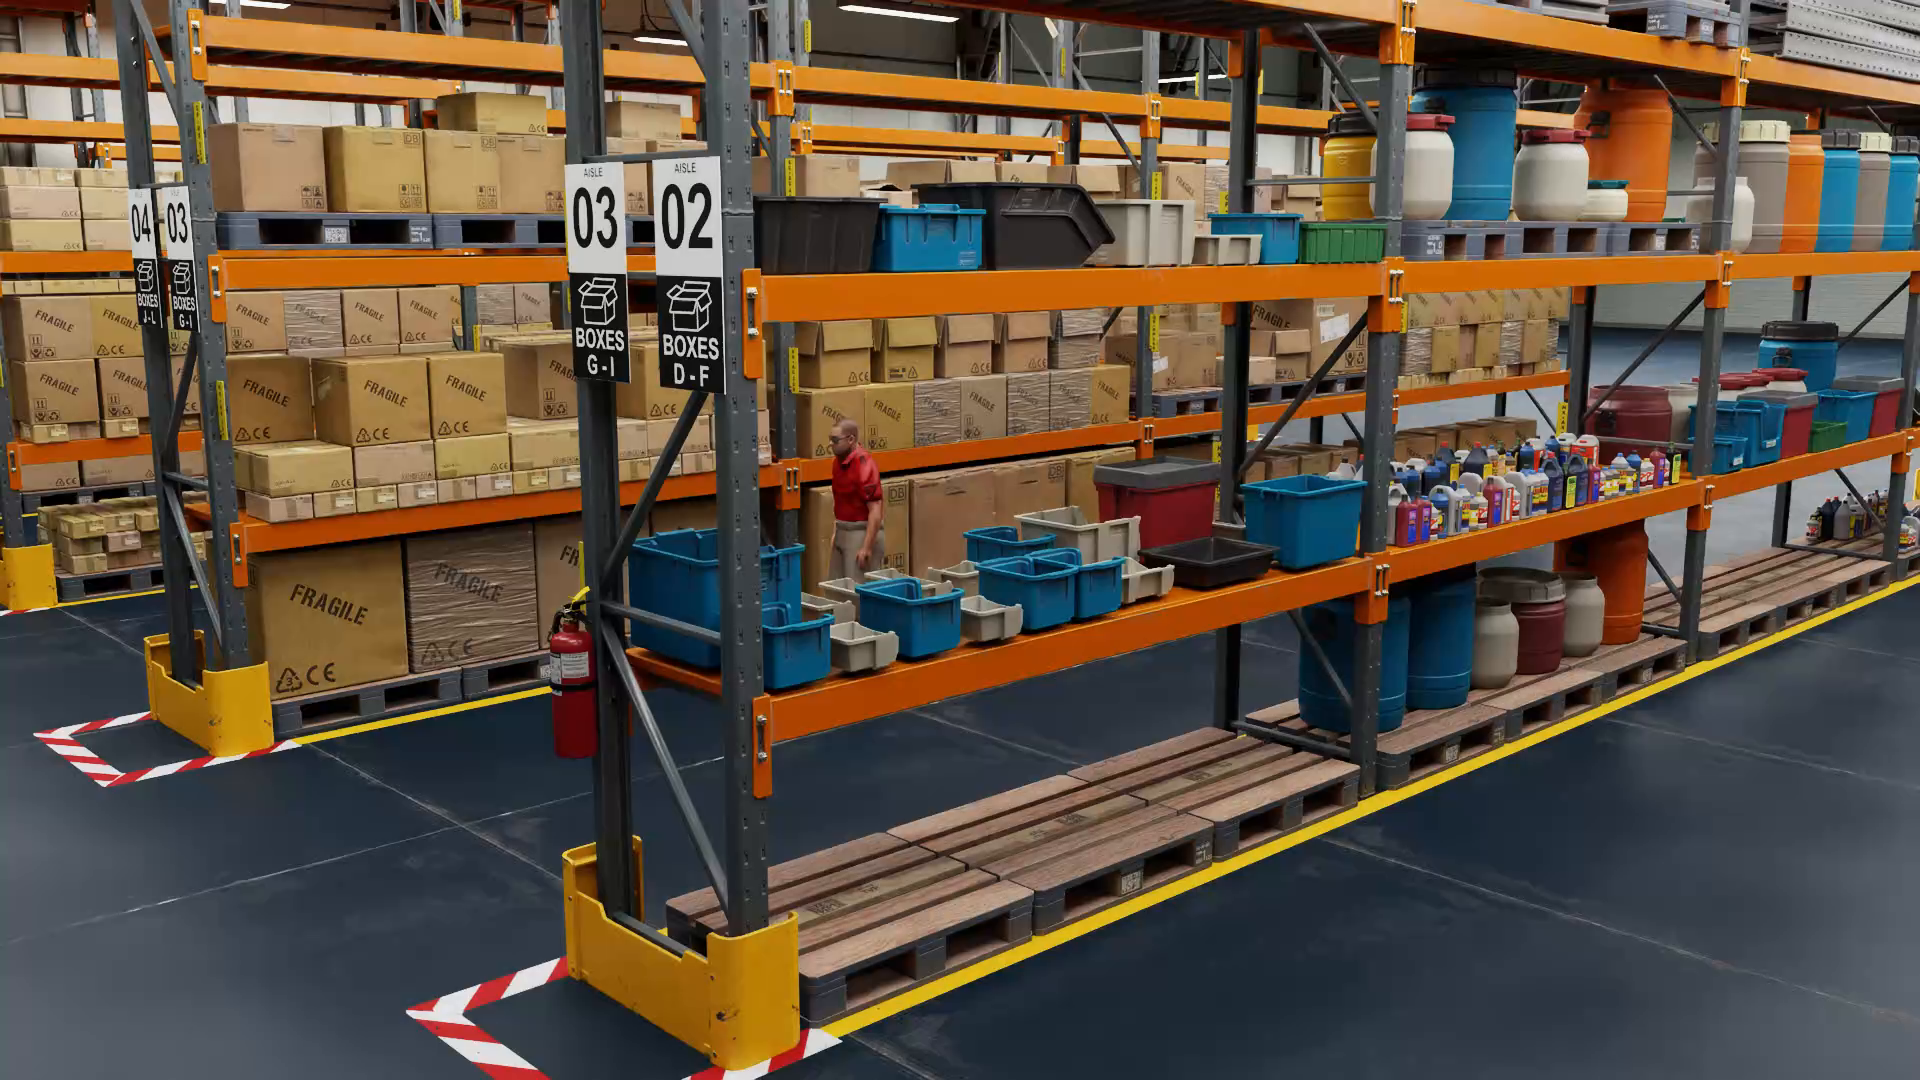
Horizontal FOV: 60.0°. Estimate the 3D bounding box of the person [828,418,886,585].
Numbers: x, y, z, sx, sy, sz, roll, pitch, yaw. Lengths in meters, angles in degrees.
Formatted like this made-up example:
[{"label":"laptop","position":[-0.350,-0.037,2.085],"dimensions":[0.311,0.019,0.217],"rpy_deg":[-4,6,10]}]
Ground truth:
[{"label":"person","position":[-0.728,0.025,11.321],"dimensions":[0.396,1.726,0.585],"rpy_deg":[-5,12,-27]}]
